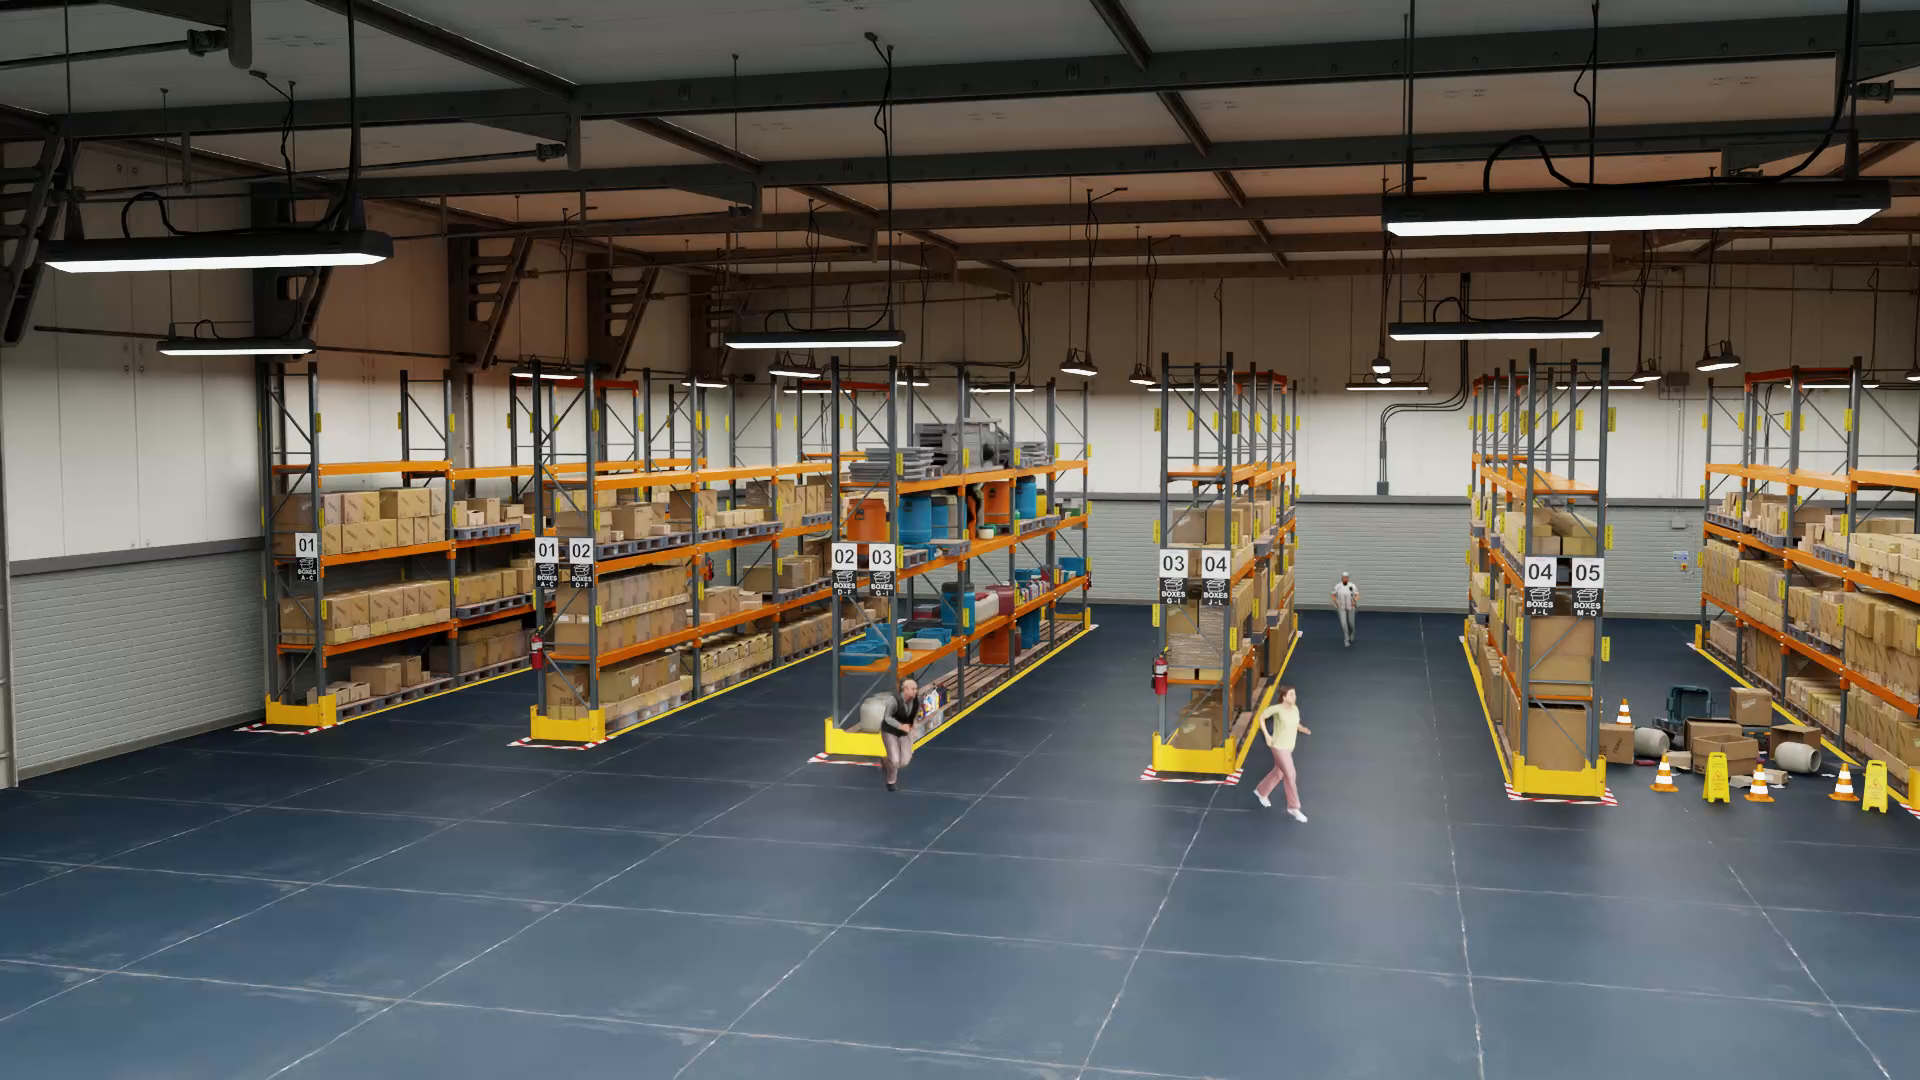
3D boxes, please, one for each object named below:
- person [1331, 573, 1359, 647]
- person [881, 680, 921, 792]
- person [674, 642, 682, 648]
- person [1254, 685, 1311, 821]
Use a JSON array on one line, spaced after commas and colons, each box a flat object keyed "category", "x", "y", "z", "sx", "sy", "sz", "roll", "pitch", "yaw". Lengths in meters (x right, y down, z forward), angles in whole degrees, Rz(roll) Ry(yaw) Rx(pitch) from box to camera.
[{"category": "person", "x": 8.696, "y": 1.555, "z": 37.555, "sx": 0.618, "sy": 1.656, "sz": 0.663, "roll": 1, "pitch": 4, "yaw": 11}, {"category": "person", "x": -0.795, "y": 2.643, "z": 22.598, "sx": 0.673, "sy": 1.573, "sz": 0.843, "roll": -3, "pitch": 5, "yaw": -38}, {"category": "person", "x": -5.798, "y": 1.717, "z": 34.042, "sx": 0.640, "sy": 1.796, "sz": 0.890, "roll": 1, "pitch": 4, "yaw": 16}, {"category": "person", "x": 4.104, "y": 2.676, "z": 21.262, "sx": 0.527, "sy": 1.691, "sz": 0.934, "roll": -3, "pitch": 5, "yaw": -41}]
